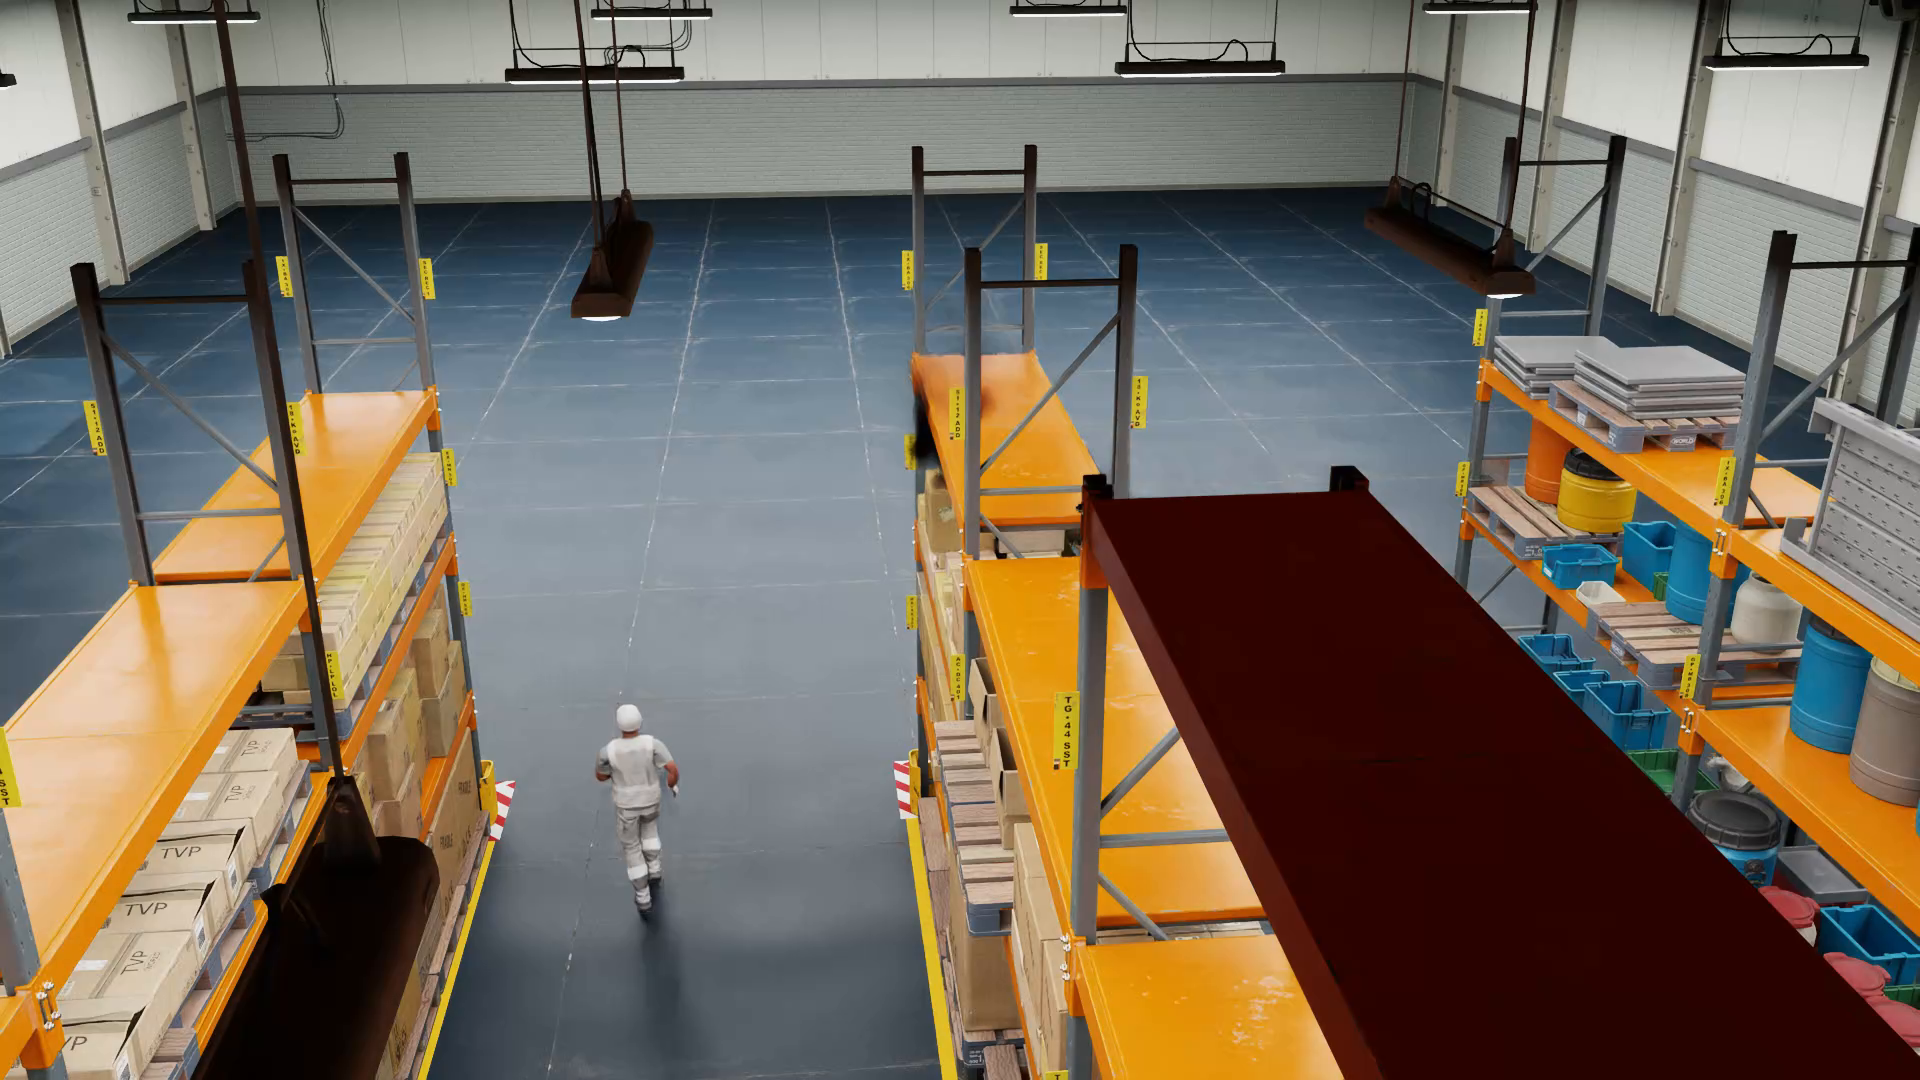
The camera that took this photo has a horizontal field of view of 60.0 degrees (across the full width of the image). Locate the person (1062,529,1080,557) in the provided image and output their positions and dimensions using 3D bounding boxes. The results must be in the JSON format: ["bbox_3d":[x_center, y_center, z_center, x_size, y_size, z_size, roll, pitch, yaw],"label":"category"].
[{"bbox_3d":[1.417,-0.411,20.336,0.630,1.743,0.696,7,23,18],"label":"person"}]

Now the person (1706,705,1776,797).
[{"bbox_3d":[6.693,2.077,14.178,0.618,1.673,0.655,-2,22,-4],"label":"person"}]

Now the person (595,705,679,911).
[{"bbox_3d":[-2.660,2.170,13.741,0.644,1.828,0.748,-8,23,-20],"label":"person"}]
